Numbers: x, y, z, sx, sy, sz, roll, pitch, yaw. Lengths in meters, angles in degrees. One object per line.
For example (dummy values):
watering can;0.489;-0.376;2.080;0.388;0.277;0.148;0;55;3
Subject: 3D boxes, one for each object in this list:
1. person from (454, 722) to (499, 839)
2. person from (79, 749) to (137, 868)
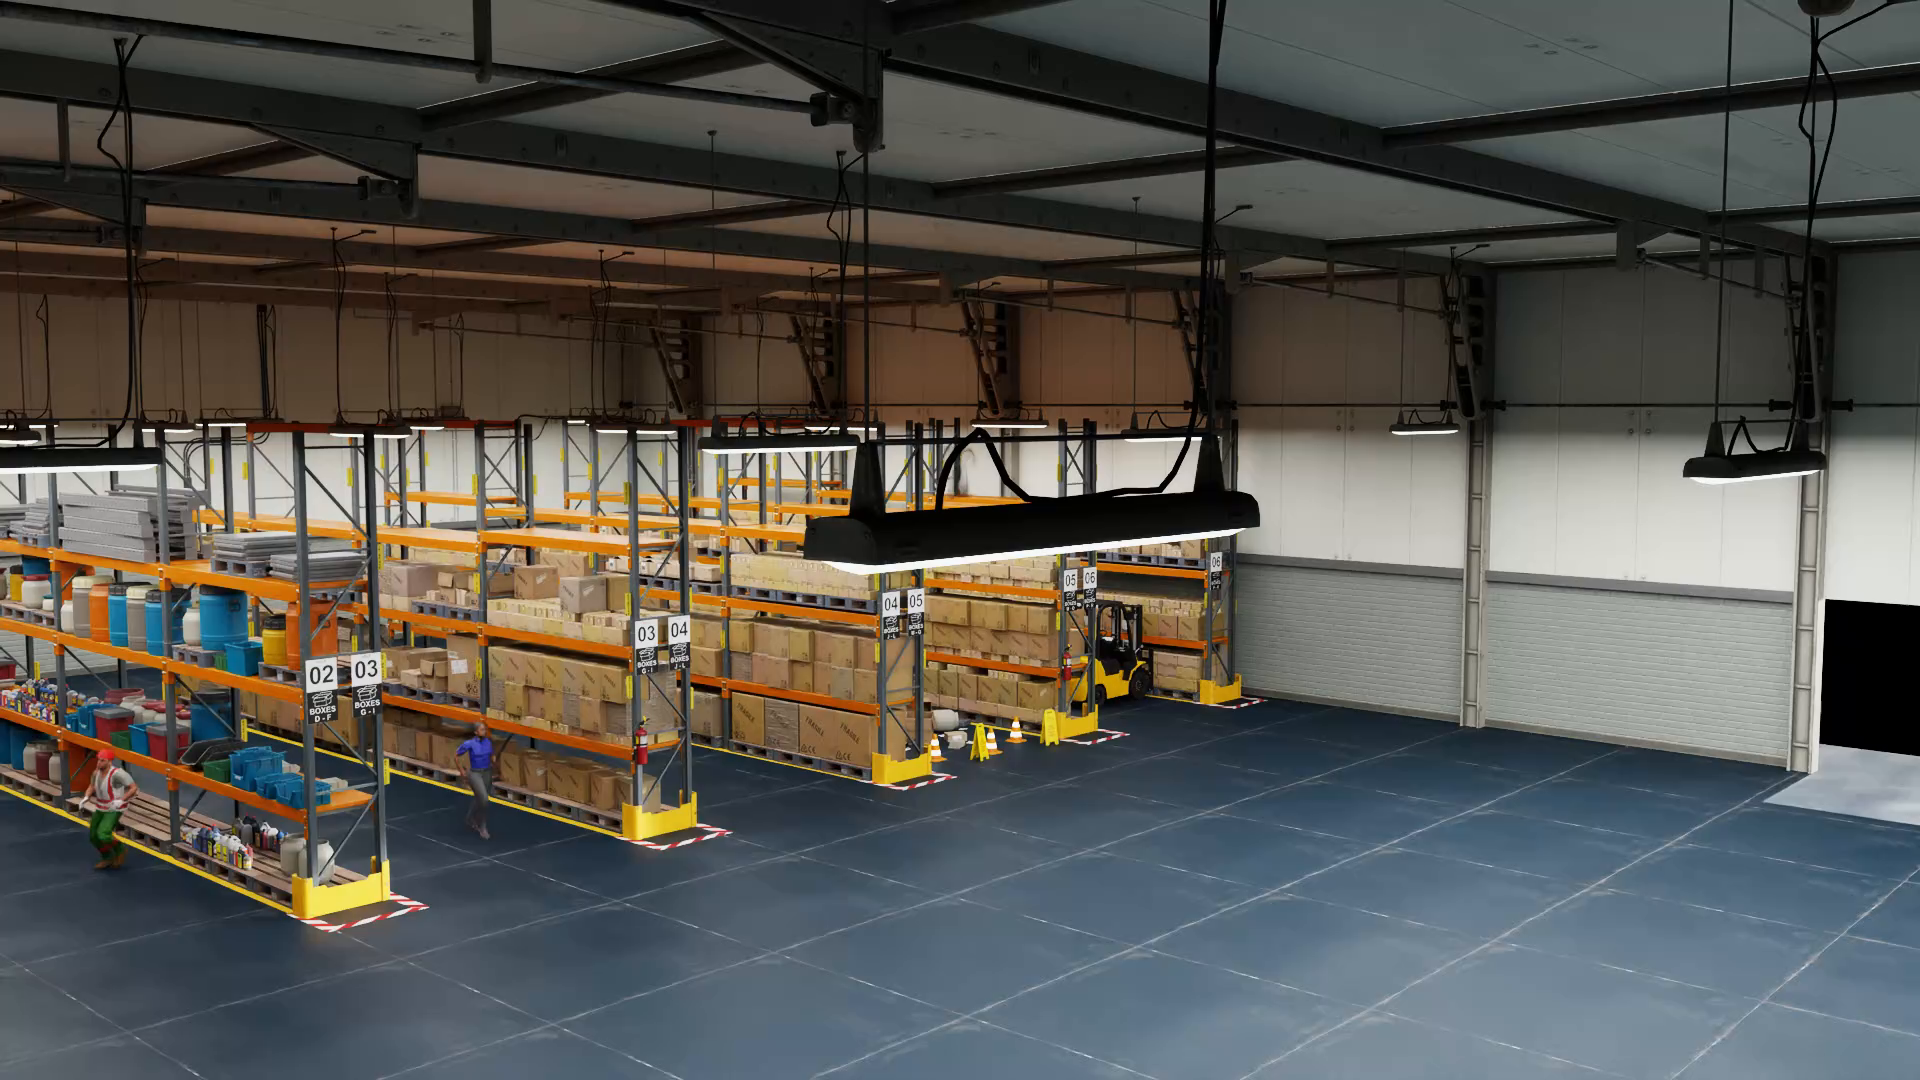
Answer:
person;-7.074;3.526;24.441;0.722;1.721;0.586;3;5;31
person;-11.519;3.653;22.500;0.753;1.692;0.613;1;5;15
